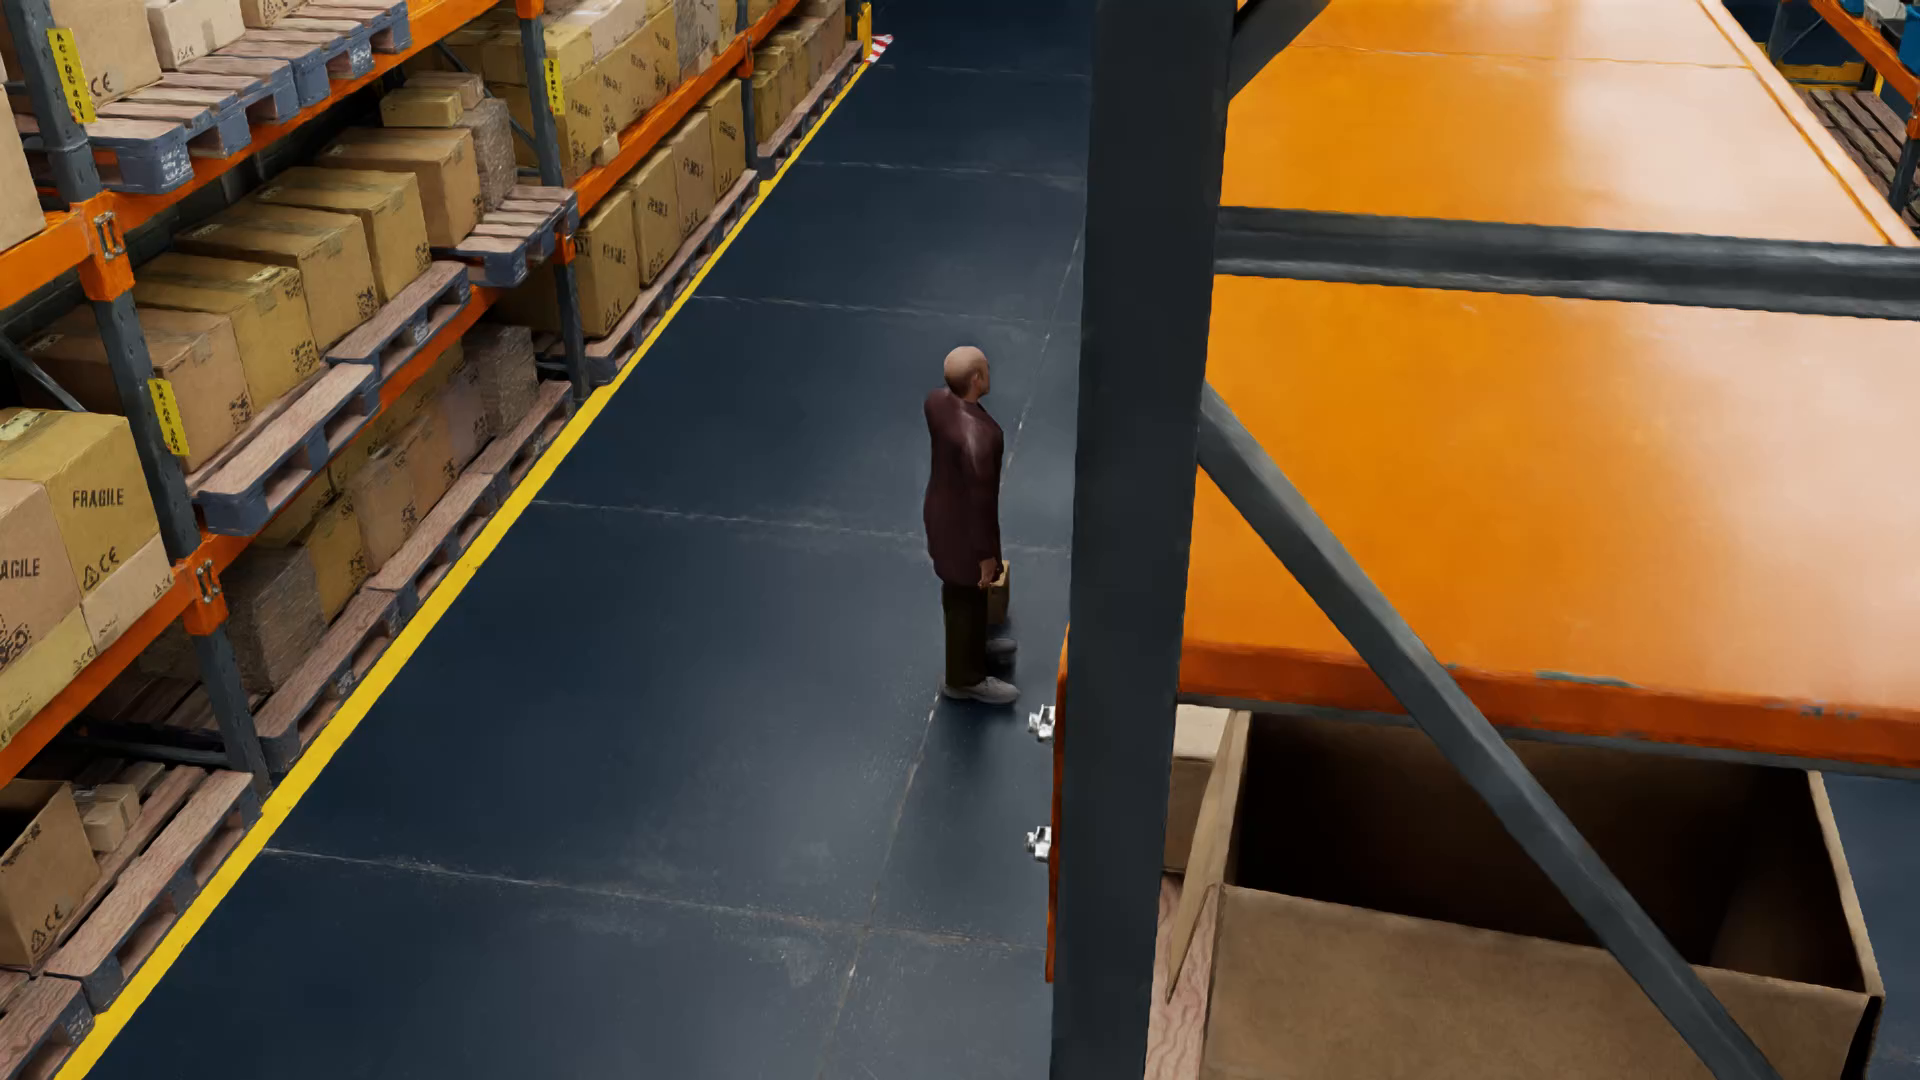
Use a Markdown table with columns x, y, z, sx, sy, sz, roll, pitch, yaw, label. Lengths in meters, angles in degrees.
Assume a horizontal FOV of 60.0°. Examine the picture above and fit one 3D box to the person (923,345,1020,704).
| x | y | z | sx | sy | sz | roll | pitch | yaw | label |
| --- | --- | --- | --- | --- | --- | --- | --- | --- | --- |
| 0.107 | -0.077 | 7.720 | 0.488 | 1.787 | 0.635 | -13 | 34 | -20 | person |
